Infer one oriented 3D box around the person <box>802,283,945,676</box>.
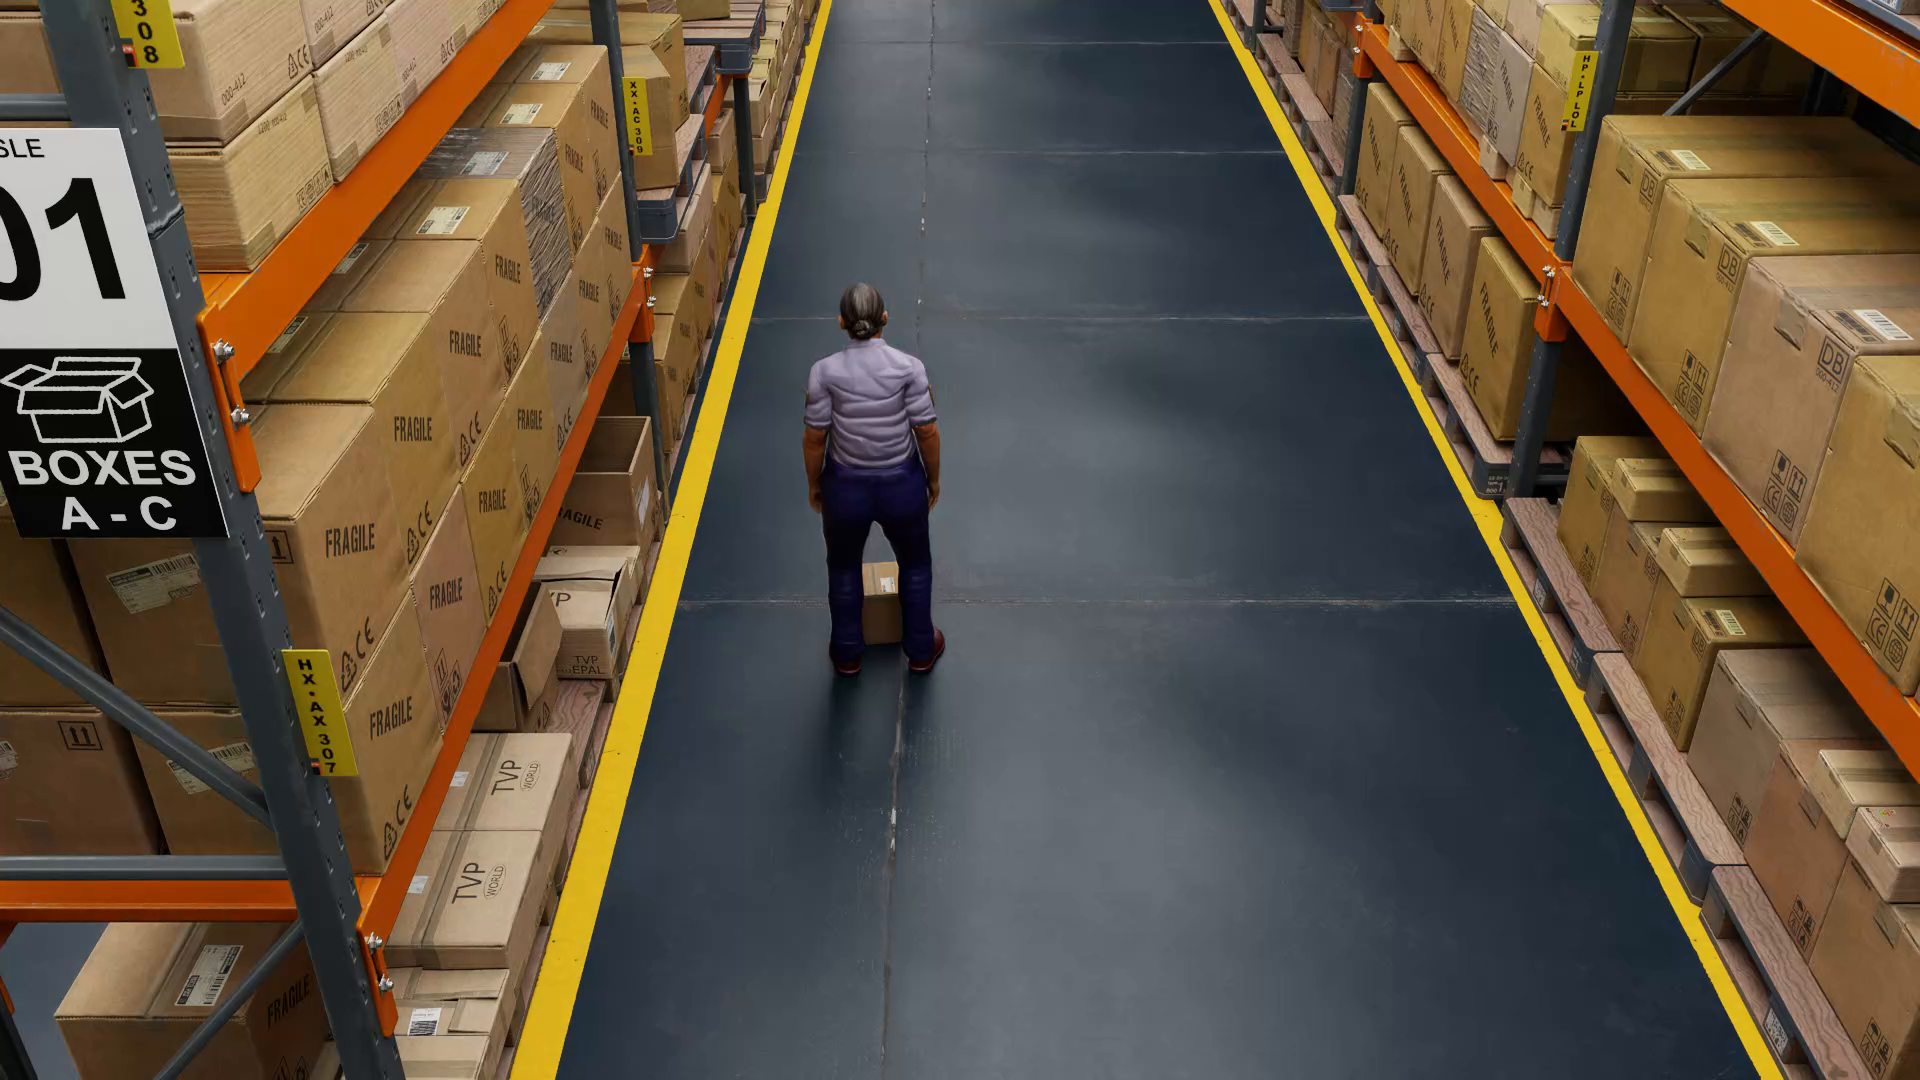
[{"bbox_3d":[-0.329,-0.199,6.464,0.542,1.651,0.369,-1,32,-2],"label":"person"}]
